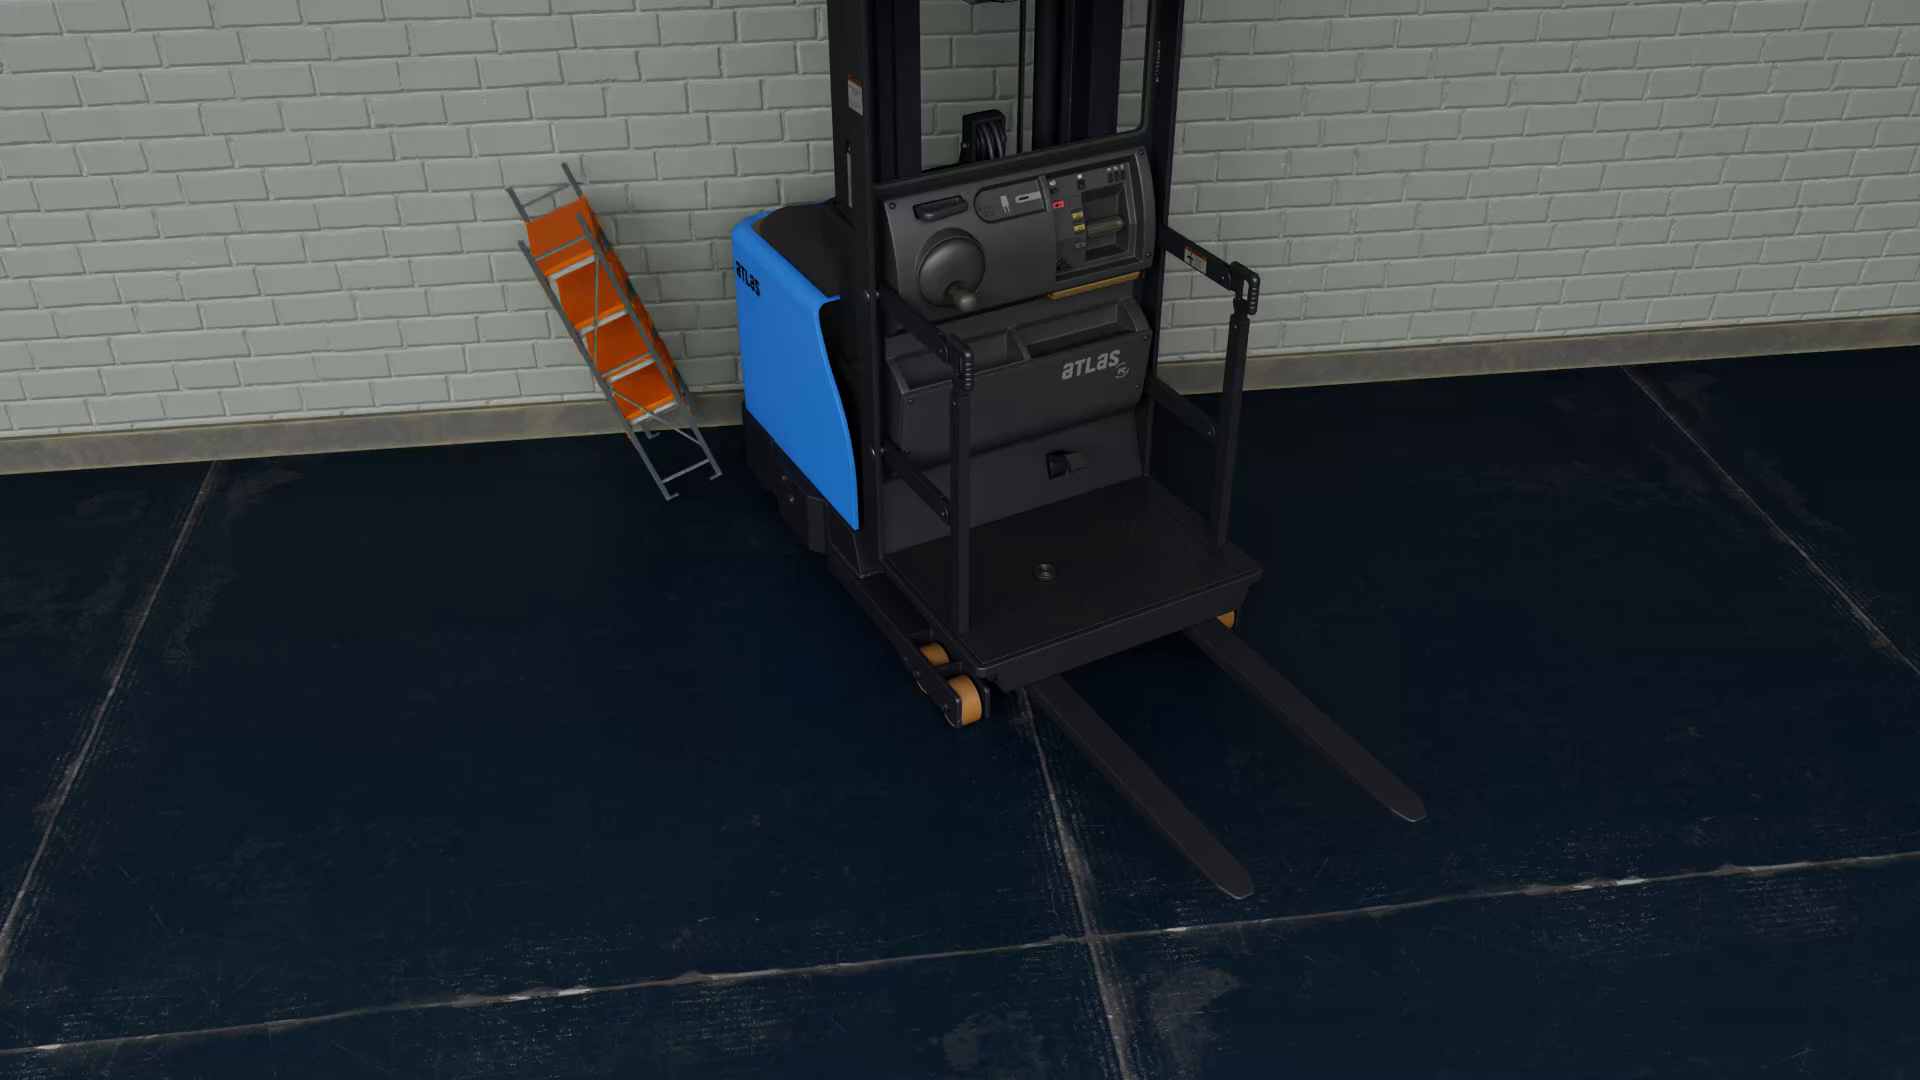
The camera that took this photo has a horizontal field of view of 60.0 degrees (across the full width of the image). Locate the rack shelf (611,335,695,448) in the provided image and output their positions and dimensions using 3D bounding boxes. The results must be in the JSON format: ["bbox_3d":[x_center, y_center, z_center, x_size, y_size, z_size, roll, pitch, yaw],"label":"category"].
[{"bbox_3d":[-1.211,-0.580,6.457,0.258,0.148,0.480,-26,38,-2],"label":"rack shelf"}]

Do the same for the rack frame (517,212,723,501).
[{"bbox_3d":[-1.225,-0.642,6.102,0.240,1.200,0.015,-26,38,-2],"label":"rack frame"}]

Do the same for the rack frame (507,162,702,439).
[{"bbox_3d":[-1.367,-0.904,6.489,0.240,1.200,0.015,-26,38,-2],"label":"rack frame"}]

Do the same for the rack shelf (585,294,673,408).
[{"bbox_3d":[-1.275,-0.724,6.336,0.258,0.148,0.480,-26,38,-2],"label":"rack shelf"}]

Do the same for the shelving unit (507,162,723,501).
[{"bbox_3d":[-1.296,-0.773,6.295,0.258,1.200,0.503,-26,38,-2],"label":"shelving unit"}]

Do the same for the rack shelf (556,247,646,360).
[{"bbox_3d":[-1.346,-0.887,6.200,0.258,0.148,0.480,-26,38,-2],"label":"rack shelf"}]

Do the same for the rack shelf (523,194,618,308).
[{"bbox_3d":[-1.422,-1.058,6.056,0.258,0.148,0.480,-26,38,-2],"label":"rack shelf"}]

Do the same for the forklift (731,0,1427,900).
[{"bbox_3d":[0.303,-0.903,4.972,1.130,2.935,3.031,-17,38,-24],"label":"forklift"}]
